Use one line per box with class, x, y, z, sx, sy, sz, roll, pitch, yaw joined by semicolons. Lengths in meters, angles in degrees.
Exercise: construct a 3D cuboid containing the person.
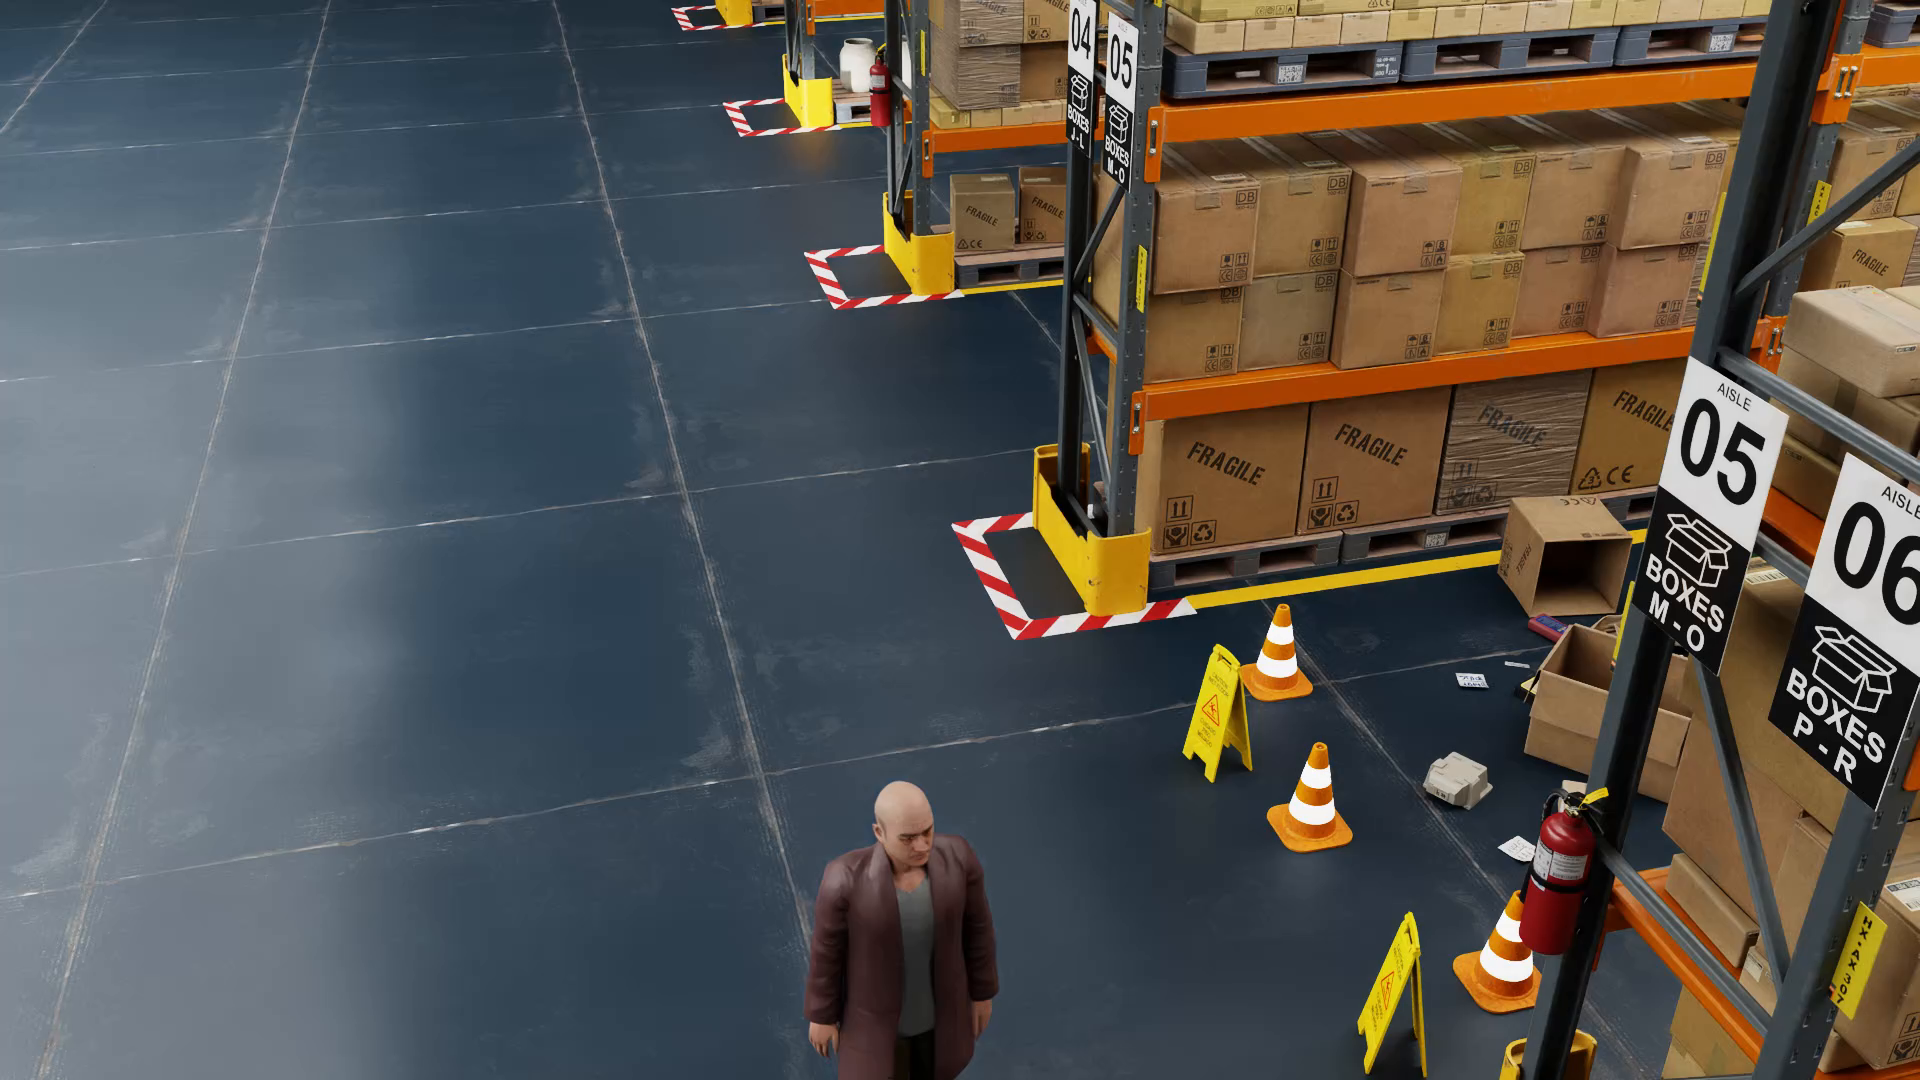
person;-0.188;1.632;5.559;0.653;1.574;0.534;-11;32;-19
